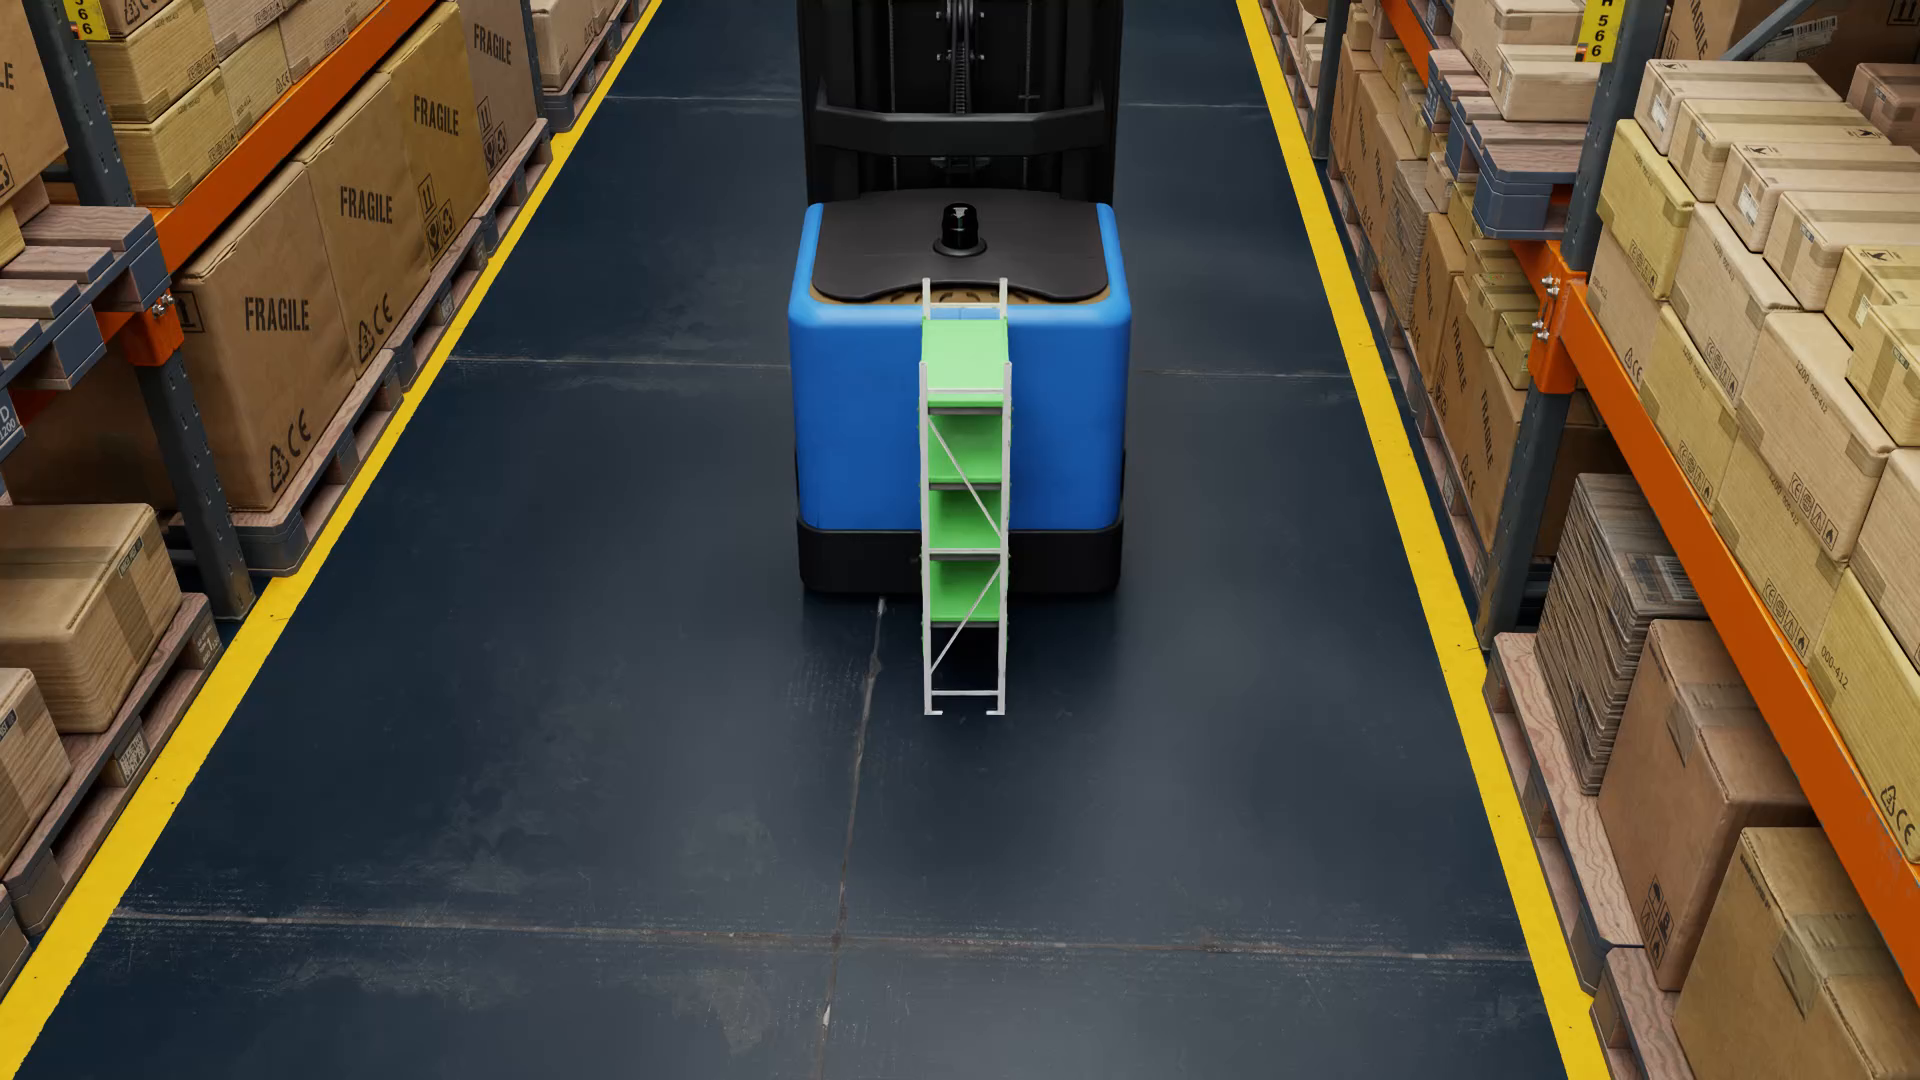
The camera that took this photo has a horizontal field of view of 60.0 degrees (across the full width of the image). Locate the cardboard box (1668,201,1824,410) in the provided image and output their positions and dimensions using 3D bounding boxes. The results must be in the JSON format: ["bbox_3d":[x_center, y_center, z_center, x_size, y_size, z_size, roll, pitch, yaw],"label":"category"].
[{"bbox_3d":[1.863,-0.500,3.549,0.500,0.250,0.500,2,35,3],"label":"cardboard box"}]

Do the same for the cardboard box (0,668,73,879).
[{"bbox_3d":[-2.868,0.645,4.143,0.950,0.372,0.625,1,35,1],"label":"cardboard box"}]

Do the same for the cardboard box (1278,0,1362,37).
[{"bbox_3d":[2.234,-3.204,9.508,0.700,0.500,0.500,0,35,0],"label":"cardboard box"}]

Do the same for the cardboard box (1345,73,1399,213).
[{"bbox_3d":[2.051,-1.762,7.458,0.500,0.500,0.500,1,35,1],"label":"cardboard box"}]

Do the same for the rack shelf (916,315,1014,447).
[{"bbox_3d":[0.014,-0.448,4.620,0.258,0.148,0.480,0,35,0],"label":"rack shelf"}]

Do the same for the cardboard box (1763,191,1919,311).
[{"bbox_3d":[1.847,-0.572,3.304,0.380,0.149,0.250,2,35,2],"label":"cardboard box"}]

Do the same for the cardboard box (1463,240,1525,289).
[{"bbox_3d":[1.948,-0.906,5.675,0.380,0.149,0.250,0,35,0],"label":"cardboard box"}]

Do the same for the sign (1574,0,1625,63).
[{"bbox_3d":[1.604,-1.342,4.113,0.100,0.325,0.005,1,35,2],"label":"sign"}]

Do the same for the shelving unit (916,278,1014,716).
[{"bbox_3d":[0.014,-0.108,4.860,0.258,1.200,0.503,0,35,0],"label":"shelving unit"}]

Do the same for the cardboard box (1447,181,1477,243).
[{"bbox_3d":[2.013,-1.200,6.093,0.380,0.149,0.250,1,35,1],"label":"cardboard box"}]

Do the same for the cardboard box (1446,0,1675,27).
[{"bbox_3d":[2.027,-2.050,5.603,0.797,0.503,0.637,1,35,1],"label":"cardboard box"}]

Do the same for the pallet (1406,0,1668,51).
[{"bbox_3d":[2.220,-1.933,6.059,1.003,0.211,1.213,1,35,2],"label":"pallet"}]

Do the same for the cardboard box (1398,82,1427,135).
[{"bbox_3d":[2.049,-1.798,6.944,0.380,0.149,0.250,1,35,2],"label":"cardboard box"}]

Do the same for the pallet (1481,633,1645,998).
[{"bbox_3d":[2.074,0.719,4.543,1.003,0.211,1.213,1,35,2],"label":"pallet"}]

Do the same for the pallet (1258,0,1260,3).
[{"bbox_3d":[2.434,-3.848,11.041,1.003,0.211,1.213,1,35,2],"label":"pallet"}]

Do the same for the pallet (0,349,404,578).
[{"bbox_3d":[-2.706,-0.317,6.017,1.003,0.211,1.213,1,35,2],"label":"pallet"}]

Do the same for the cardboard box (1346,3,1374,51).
[{"bbox_3d":[2.027,-2.407,7.810,0.380,0.149,0.250,3,35,4],"label":"cardboard box"}]

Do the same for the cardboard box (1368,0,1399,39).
[{"bbox_3d":[2.064,-2.378,7.511,0.380,0.149,0.250,0,35,0],"label":"cardboard box"}]

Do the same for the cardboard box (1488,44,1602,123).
[{"bbox_3d":[1.789,-1.349,4.914,0.380,0.149,0.250,2,35,3],"label":"cardboard box"}]

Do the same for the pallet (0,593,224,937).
[{"bbox_3d":[-2.846,0.583,4.736,1.003,0.211,1.213,1,35,2],"label":"pallet"}]

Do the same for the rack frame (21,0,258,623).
[{"bbox_3d":[-2.813,-1.007,4.573,1.000,3.000,0.127,1,35,2],"label":"rack frame"}]

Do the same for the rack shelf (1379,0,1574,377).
[{"bbox_3d":[2.227,-1.749,6.255,1.077,0.370,4.000,1,35,2],"label":"rack shelf"}]

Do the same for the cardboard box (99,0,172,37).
[{"bbox_3d":[-2.549,-1.734,4.652,0.500,0.500,0.500,0,35,0],"label":"cardboard box"}]

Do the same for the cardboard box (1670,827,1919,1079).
[{"bbox_3d":[2.063,1.026,3.381,0.875,0.625,0.625,0,35,0],"label":"cardboard box"}]

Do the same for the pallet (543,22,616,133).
[{"bbox_3d":[-2.544,-2.599,9.264,1.003,0.211,1.213,1,35,2],"label":"pallet"}]

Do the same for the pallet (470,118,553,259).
[{"bbox_3d":[-2.608,-1.719,8.012,1.003,0.211,1.213,1,35,2],"label":"pallet"}]

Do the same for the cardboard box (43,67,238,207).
[{"bbox_3d":[-2.542,-1.221,5.008,0.500,0.250,0.500,1,35,1],"label":"cardboard box"}]

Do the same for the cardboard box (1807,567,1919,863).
[{"bbox_3d":[1.823,0.300,2.846,0.500,0.250,0.500,2,35,3],"label":"cardboard box"}]

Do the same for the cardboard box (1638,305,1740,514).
[{"bbox_3d":[1.859,-0.295,3.691,0.500,0.250,0.500,1,35,1],"label":"cardboard box"}]

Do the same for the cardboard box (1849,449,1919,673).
[{"bbox_3d":[1.829,0.094,2.703,0.500,0.250,0.500,2,35,3],"label":"cardboard box"}]

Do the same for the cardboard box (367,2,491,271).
[{"bbox_3d":[-2.626,-1.730,7.085,0.875,0.875,0.875,2,35,3],"label":"cardboard box"}]

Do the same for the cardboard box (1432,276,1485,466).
[{"bbox_3d":[1.979,-0.578,5.773,0.500,0.500,0.500,1,35,1],"label":"cardboard box"}]

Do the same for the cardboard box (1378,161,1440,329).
[{"bbox_3d":[2.000,-1.178,6.626,0.500,0.500,0.500,0,35,0],"label":"cardboard box"}]

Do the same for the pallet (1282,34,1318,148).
[{"bbox_3d":[2.336,-2.446,9.047,1.003,0.211,1.213,1,35,2],"label":"pallet"}]

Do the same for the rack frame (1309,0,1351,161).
[{"bbox_3d":[2.307,-3.192,7.683,1.000,3.000,0.127,1,35,2],"label":"rack frame"}]

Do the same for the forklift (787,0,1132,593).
[{"bbox_3d":[0.000,-1.839,5.818,1.130,2.935,3.031,0,35,0],"label":"forklift"}]

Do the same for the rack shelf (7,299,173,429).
[{"bbox_3d":[-2.894,0.437,3.145,1.077,0.370,4.000,1,35,2],"label":"rack shelf"}]

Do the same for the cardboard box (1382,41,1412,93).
[{"bbox_3d":[2.094,-2.098,7.371,0.380,0.149,0.250,0,35,-1],"label":"cardboard box"}]

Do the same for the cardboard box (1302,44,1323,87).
[{"bbox_3d":[2.036,-2.524,8.847,0.380,0.149,0.250,0,35,0],"label":"cardboard box"}]

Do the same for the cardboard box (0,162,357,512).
[{"bbox_3d":[-2.703,-0.704,5.626,0.875,0.875,0.875,1,35,1],"label":"cardboard box"}]

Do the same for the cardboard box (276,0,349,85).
[{"bbox_3d":[-2.512,-1.817,5.857,0.500,0.250,0.500,2,35,3],"label":"cardboard box"}]

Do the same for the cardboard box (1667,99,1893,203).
[{"bbox_3d":[1.830,-0.871,3.729,0.380,0.149,0.250,2,35,3],"label":"cardboard box"}]

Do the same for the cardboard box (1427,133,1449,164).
[{"bbox_3d":[2.055,-1.499,6.519,0.380,0.149,0.250,1,35,2],"label":"cardboard box"}]

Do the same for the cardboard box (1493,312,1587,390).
[{"bbox_3d":[1.913,-0.598,5.237,0.380,0.149,0.250,0,35,0],"label":"cardboard box"}]

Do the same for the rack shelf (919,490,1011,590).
[{"bbox_3d":[0.014,-0.055,4.896,0.258,0.148,0.480,0,35,0],"label":"rack shelf"}]

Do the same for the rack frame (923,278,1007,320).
[{"bbox_3d":[0.014,-0.248,5.059,0.240,1.200,0.015,0,35,0],"label":"rack frame"}]

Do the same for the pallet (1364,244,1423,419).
[{"bbox_3d":[2.266,-0.880,6.819,1.003,0.211,1.213,1,35,2],"label":"pallet"}]

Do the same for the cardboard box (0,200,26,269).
[{"bbox_3d":[-2.530,-0.726,4.028,0.380,0.149,0.250,2,35,3],"label":"cardboard box"}]

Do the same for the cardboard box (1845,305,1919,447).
[{"bbox_3d":[1.798,-0.282,2.892,0.380,0.149,0.250,2,35,3],"label":"cardboard box"}]

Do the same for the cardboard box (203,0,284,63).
[{"bbox_3d":[-2.524,-1.732,5.301,0.500,0.250,0.500,2,35,3],"label":"cardboard box"}]

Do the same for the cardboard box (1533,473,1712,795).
[{"bbox_3d":[2.108,0.264,4.466,0.875,0.625,0.625,2,35,3],"label":"cardboard box"}]

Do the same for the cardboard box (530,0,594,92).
[{"bbox_3d":[-2.520,-2.786,8.969,0.875,0.438,0.875,1,35,1],"label":"cardboard box"}]
